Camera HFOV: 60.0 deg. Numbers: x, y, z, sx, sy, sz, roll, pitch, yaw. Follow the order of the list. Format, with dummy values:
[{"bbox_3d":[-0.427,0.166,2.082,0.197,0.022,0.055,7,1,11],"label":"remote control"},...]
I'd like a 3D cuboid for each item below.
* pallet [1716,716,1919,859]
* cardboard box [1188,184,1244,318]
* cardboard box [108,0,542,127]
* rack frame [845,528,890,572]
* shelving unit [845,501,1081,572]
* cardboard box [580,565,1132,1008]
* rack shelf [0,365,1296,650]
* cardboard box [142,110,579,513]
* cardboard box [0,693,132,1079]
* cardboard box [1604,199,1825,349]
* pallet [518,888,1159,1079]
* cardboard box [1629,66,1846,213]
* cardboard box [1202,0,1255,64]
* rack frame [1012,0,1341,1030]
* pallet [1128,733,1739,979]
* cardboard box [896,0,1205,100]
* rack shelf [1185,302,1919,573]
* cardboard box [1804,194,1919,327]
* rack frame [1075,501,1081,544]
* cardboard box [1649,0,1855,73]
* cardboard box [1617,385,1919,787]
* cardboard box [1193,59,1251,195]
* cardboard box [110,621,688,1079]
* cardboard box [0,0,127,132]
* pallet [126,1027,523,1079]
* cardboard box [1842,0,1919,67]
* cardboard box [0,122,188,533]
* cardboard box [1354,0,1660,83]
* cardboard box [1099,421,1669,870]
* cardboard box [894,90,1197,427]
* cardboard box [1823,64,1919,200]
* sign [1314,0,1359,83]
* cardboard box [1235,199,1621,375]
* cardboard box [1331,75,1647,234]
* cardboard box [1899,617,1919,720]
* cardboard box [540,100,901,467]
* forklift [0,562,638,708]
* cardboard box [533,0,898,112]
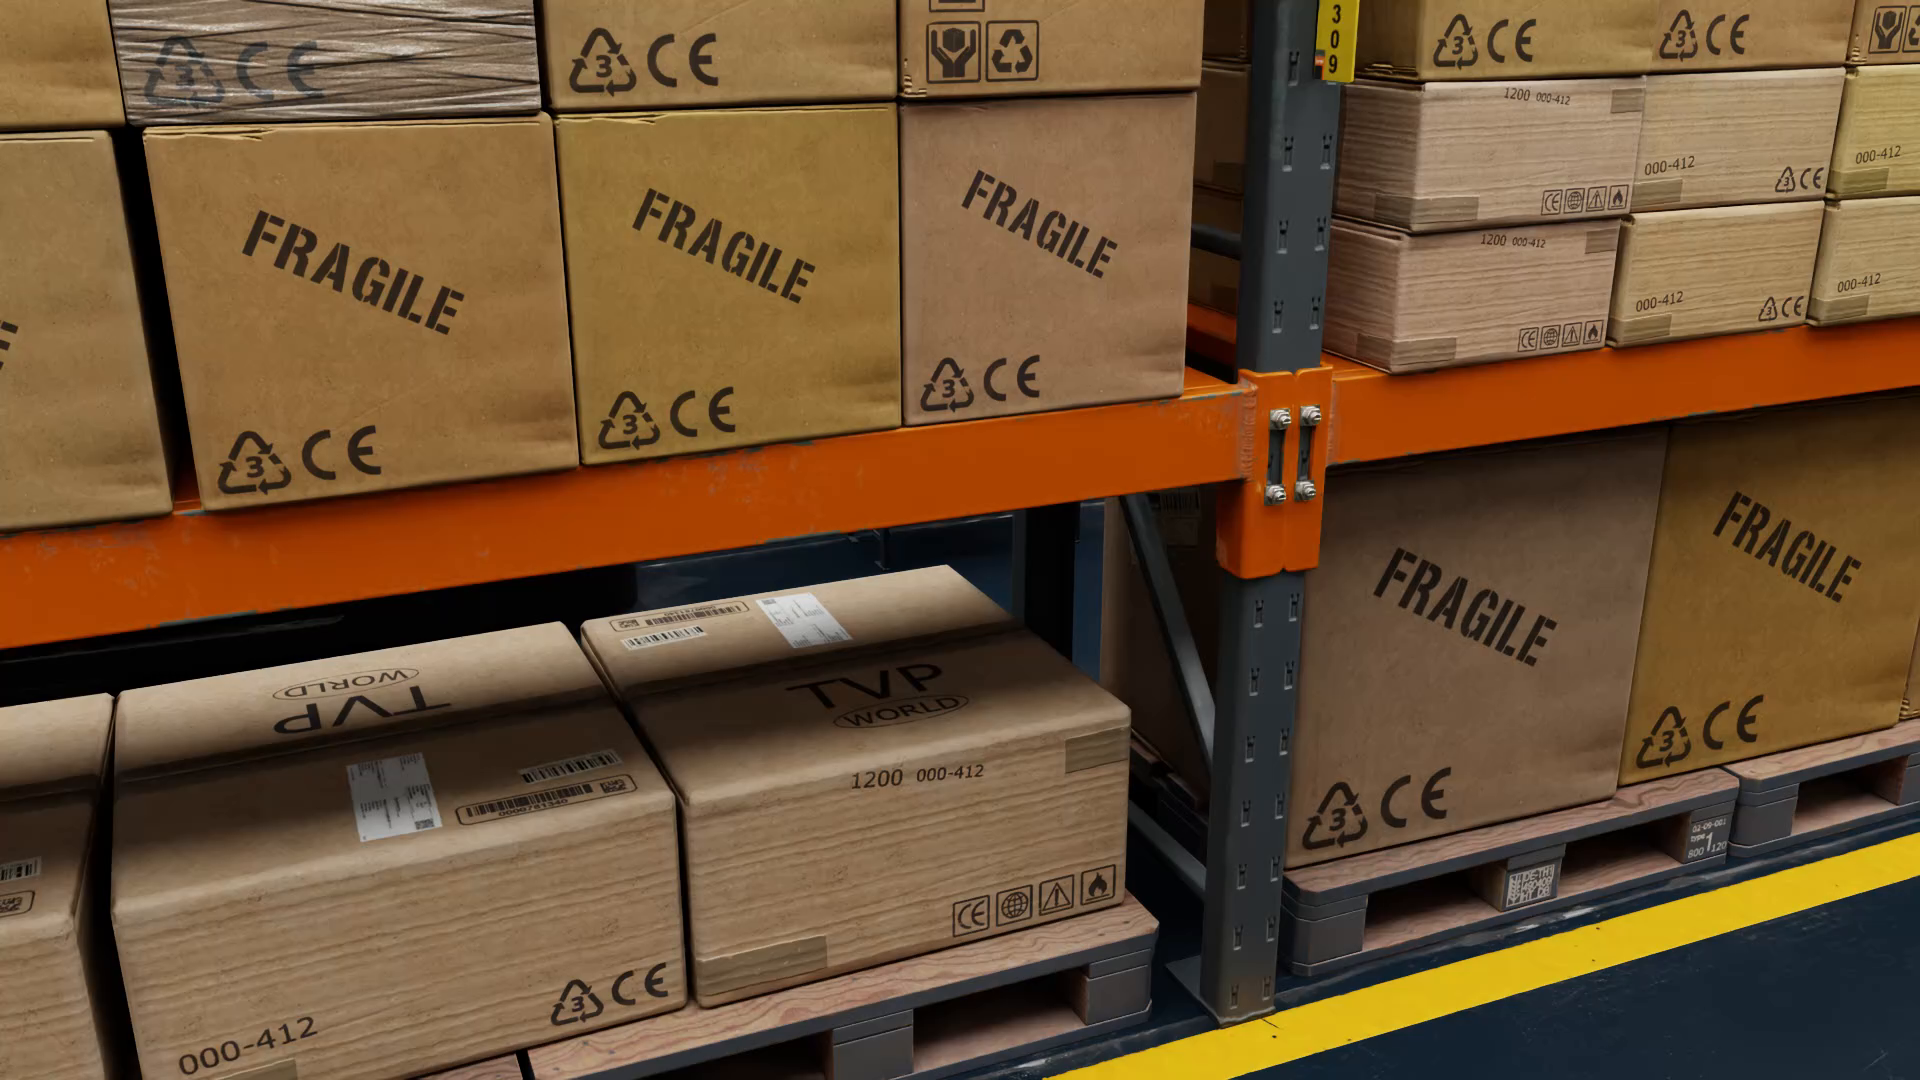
[{"bbox_3d":[2.175,0.419,4.513,1.213,0.211,1.003,-8,21,-22],"label":"pallet"},{"bbox_3d":[0.687,-0.675,3.648,0.500,0.250,0.500,-9,21,-23],"label":"cardboard box"},{"bbox_3d":[-0.882,-0.848,2.258,0.500,0.500,0.500,-8,21,-21],"label":"cardboard box"},{"bbox_3d":[-0.330,-0.660,5.639,0.023,1.500,0.400,-8,21,-22],"label":"rack frame"},{"bbox_3d":[0.006,-0.708,5.775,0.755,1.500,0.431,-8,21,-22],"label":"shelving unit"},{"bbox_3d":[-0.245,0.451,3.451,0.875,0.438,0.875,-8,21,-23],"label":"cardboard box"},{"bbox_3d":[-1.462,-0.007,2.610,4.000,0.370,1.077,-8,21,-22],"label":"rack shelf"},{"bbox_3d":[-0.876,-0.378,2.428,0.500,0.500,0.500,-8,21,-23],"label":"cardboard box"},{"bbox_3d":[-1.895,0.687,2.781,0.875,0.438,0.875,-8,21,-20],"label":"cardboard box"},{"bbox_3d":[1.358,-0.585,3.393,0.500,0.250,0.500,-9,21,-23],"label":"cardboard box"},{"bbox_3d":[-0.355,0.782,3.484,1.213,0.211,1.003,-8,21,-22],"label":"pallet"},{"bbox_3d":[1.358,-0.824,3.318,0.500,0.250,0.500,-8,21,-21],"label":"cardboard box"},{"bbox_3d":[0.685,-1.264,3.439,0.500,0.500,0.500,-7,21,-20],"label":"cardboard box"},{"bbox_3d":[0.374,-0.610,3.237,0.127,3.000,1.000,-8,21,-22],"label":"rack frame"},{"bbox_3d":[1.053,0.581,4.054,1.213,0.211,1.003,-8,21,-22],"label":"pallet"},{"bbox_3d":[0.051,-0.982,2.639,0.500,0.500,0.500,-8,21,-22],"label":"cardboard box"},{"bbox_3d":[2.211,-0.534,4.104,4.000,0.370,1.077,-8,21,-22],"label":"rack shelf"},{"bbox_3d":[1.834,-0.647,3.570,0.500,0.250,0.500,-8,21,-22],"label":"cardboard box"},{"bbox_3d":[0.342,-0.756,5.912,0.023,1.500,0.400,-8,21,-22],"label":"rack frame"},{"bbox_3d":[1.349,-1.174,3.184,0.500,0.500,0.500,-8,21,-22],"label":"cardboard box"},{"bbox_3d":[1.738,-0.033,4.166,0.875,0.875,0.875,-8,21,-20],"label":"cardboard box"},{"bbox_3d":[0.683,-0.907,3.554,0.500,0.250,0.500,-8,21,-22],"label":"cardboard box"},{"bbox_3d":[-1.066,0.569,3.116,0.875,0.438,0.875,-9,21,-24],"label":"cardboard box"},{"bbox_3d":[-1.346,-0.785,2.078,0.500,0.500,0.500,-8,21,-22],"label":"cardboard box"},{"bbox_3d":[-1.477,0.944,3.025,1.213,0.211,1.003,-8,21,-22],"label":"pallet"},{"bbox_3d":[1.810,-1.239,3.369,0.500,0.500,0.500,-9,21,-23],"label":"cardboard box"},{"bbox_3d":[-1.363,-0.314,2.246,0.500,0.500,0.500,-7,21,-20],"label":"cardboard box"},{"bbox_3d":[0.892,-1.099,2.970,0.500,0.500,0.500,-8,21,-21],"label":"cardboard box"},{"bbox_3d":[0.912,0.088,3.821,0.875,0.875,0.875,-7,21,-20],"label":"cardboard box"},{"bbox_3d":[0.050,-0.518,2.826,0.500,0.500,0.500,-8,21,-21],"label":"cardboard box"},{"bbox_3d":[1.832,-0.882,3.484,0.500,0.250,0.500,-8,21,-21],"label":"cardboard box"},{"bbox_3d":[0.596,-0.886,2.600,0.005,0.325,0.100,-8,21,-22],"label":"sign"},{"bbox_3d":[0.883,-0.516,3.198,0.500,0.250,0.500,-9,21,-23],"label":"cardboard box"},{"bbox_3d":[0.890,-0.747,3.099,0.500,0.250,0.500,-9,21,-23],"label":"cardboard box"},{"bbox_3d":[2.560,-0.150,4.499,0.875,0.875,0.875,-8,21,-21],"label":"cardboard box"},{"bbox_3d":[-0.420,-0.449,2.629,0.500,0.500,0.500,-9,21,-23],"label":"cardboard box"},{"bbox_3d":[-2.593,-1.096,4.722,3.031,2.935,1.130,-7,20,-18],"label":"forklift"},{"bbox_3d":[-0.419,-0.918,2.457,0.500,0.500,0.500,-8,21,-23],"label":"cardboard box"}]
